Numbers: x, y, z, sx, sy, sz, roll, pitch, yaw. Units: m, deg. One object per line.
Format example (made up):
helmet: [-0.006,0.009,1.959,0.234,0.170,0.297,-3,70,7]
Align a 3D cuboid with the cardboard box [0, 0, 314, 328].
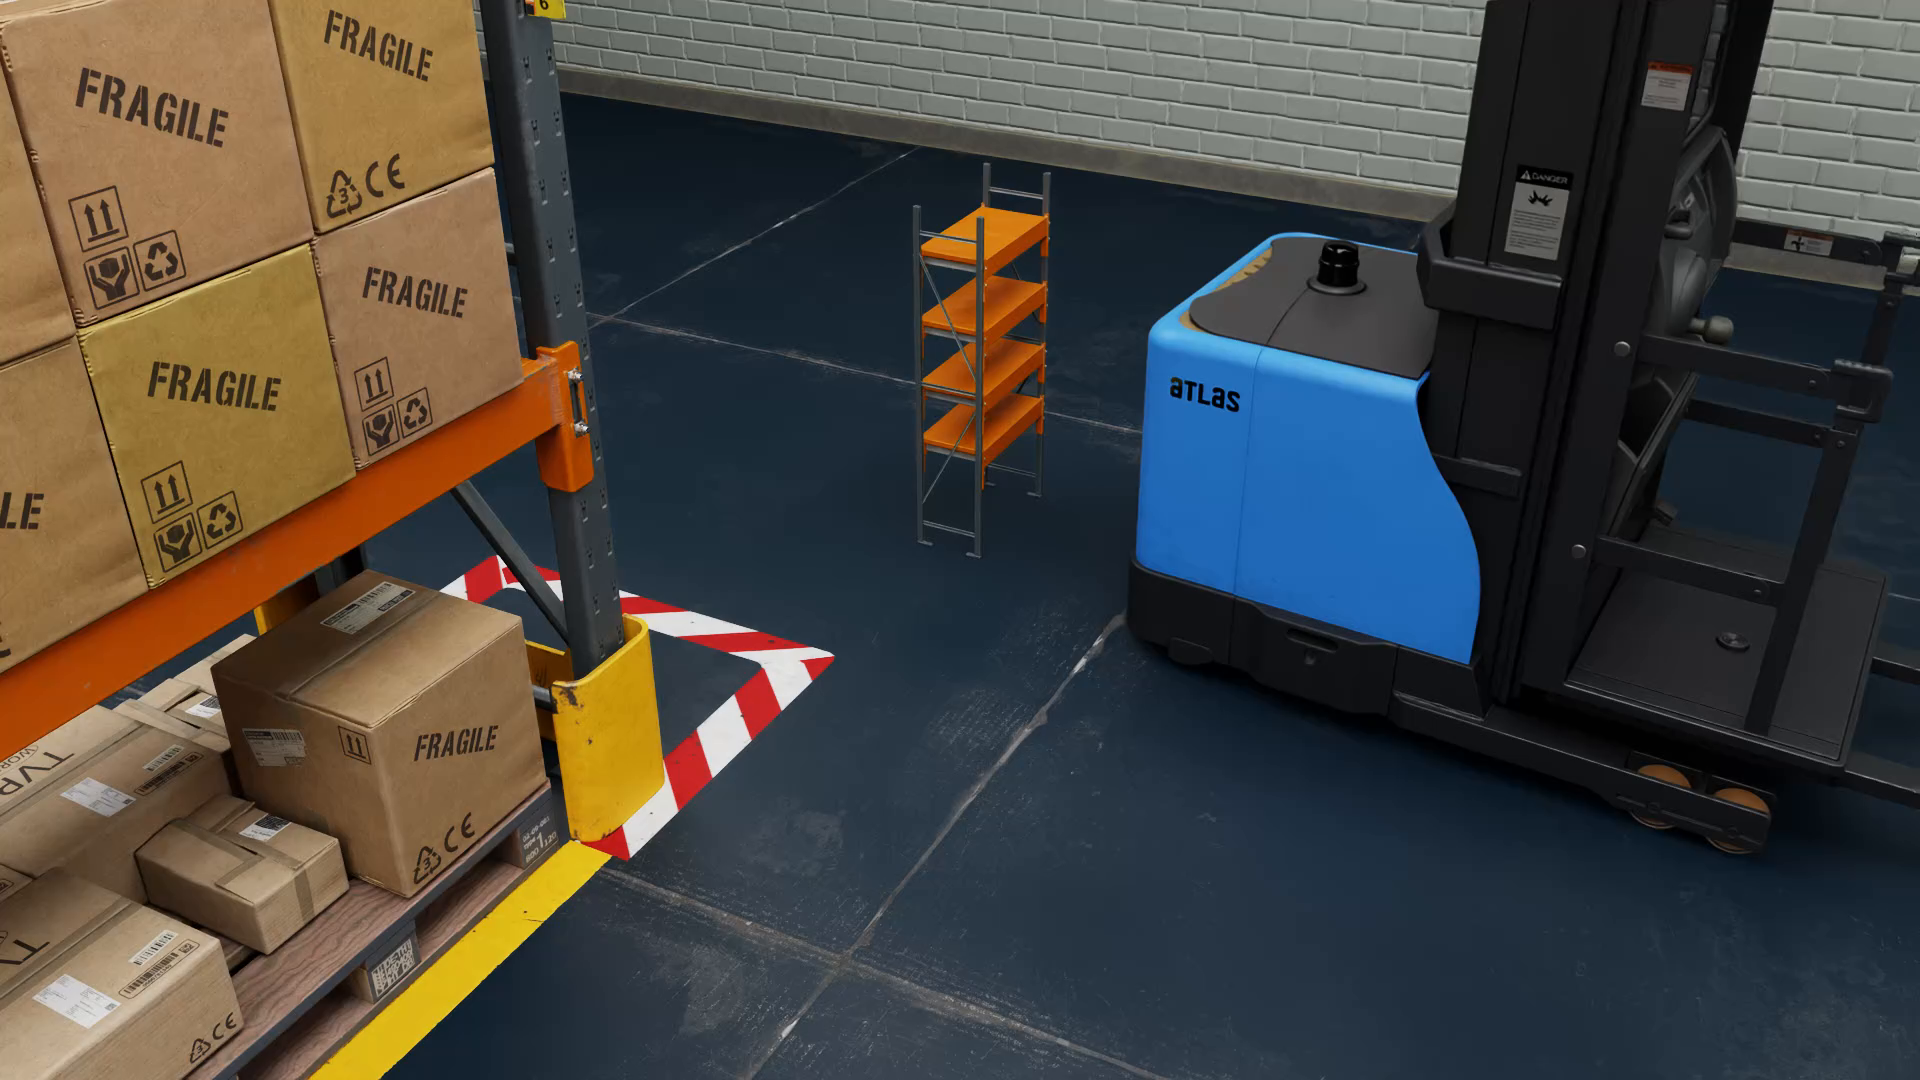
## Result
cardboard box: [-1.543,-0.731,2.907,0.500,0.500,0.500,15,33,25]

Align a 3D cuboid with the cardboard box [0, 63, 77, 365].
cardboard box: [-1.775,-0.500,2.505,0.500,0.500,0.500,15,33,25]

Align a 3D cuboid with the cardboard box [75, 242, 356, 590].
cardboard box: [-1.551,-0.290,3.143,0.500,0.500,0.500,15,33,24]

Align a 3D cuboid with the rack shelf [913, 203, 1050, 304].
rack shelf: [0.075,-0.934,5.383,0.258,0.148,0.480,14,33,23]

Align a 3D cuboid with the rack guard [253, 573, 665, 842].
rack guard: [-1.390,0.379,4.587,1.175,0.500,0.348,14,33,23]

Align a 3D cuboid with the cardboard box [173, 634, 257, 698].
cardboard box: [-1.853,0.415,4.436,0.380,0.149,0.250,14,33,23]

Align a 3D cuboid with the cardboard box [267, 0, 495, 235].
cardboard box: [-1.314,-0.955,3.297,0.500,0.500,0.500,14,33,23]

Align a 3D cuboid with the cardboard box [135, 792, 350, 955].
cardboard box: [-1.649,0.756,3.825,0.380,0.166,0.250,14,33,23]

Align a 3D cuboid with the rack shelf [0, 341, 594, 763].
rack shelf: [-2.267,0.460,2.659,1.077,0.370,4.000,14,33,23]

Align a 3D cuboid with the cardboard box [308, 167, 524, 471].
cardboard box: [-1.318,-0.521,3.545,0.500,0.500,0.500,15,33,25]

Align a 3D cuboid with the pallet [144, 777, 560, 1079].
pallet: [-1.753,0.859,4.043,1.003,0.211,1.213,14,33,23]

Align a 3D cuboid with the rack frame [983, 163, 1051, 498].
rack frame: [0.187,-0.702,5.767,0.240,1.200,0.015,14,33,23]

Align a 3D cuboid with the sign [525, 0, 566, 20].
sign: [-0.871,-1.243,3.422,0.100,0.325,0.005,14,33,23]

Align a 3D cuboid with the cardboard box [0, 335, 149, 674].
cardboard box: [-1.783,-0.071,2.760,0.500,0.500,0.500,15,33,24]

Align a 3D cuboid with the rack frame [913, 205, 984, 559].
rack frame: [-0.036,-0.486,5.391,0.240,1.200,0.015,14,33,23]

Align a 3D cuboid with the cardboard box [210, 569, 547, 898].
cardboard box: [-1.384,0.452,4.019,0.500,0.500,0.500,14,33,23]

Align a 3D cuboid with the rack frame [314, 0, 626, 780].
rack frame: [-1.356,-0.738,4.023,1.000,3.000,0.127,14,33,23]

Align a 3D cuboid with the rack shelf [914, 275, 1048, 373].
rack shelf: [0.075,-0.729,5.501,0.258,0.148,0.480,14,33,23]

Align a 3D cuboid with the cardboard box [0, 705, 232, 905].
cardboard box: [-2.084,0.662,3.905,0.500,0.250,0.500,14,33,23]

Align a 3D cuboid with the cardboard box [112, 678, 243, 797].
cardboard box: [-1.966,0.518,4.239,0.380,0.166,0.250,14,33,23]

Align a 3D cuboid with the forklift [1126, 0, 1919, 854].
forklift: [2.040,-0.758,4.127,3.031,2.935,1.130,17,34,27]

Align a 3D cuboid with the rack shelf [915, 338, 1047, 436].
rack shelf: [0.075,-0.535,5.612,0.258,0.148,0.480,14,33,23]

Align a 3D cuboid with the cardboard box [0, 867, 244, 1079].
cardboard box: [-1.844,0.975,3.360,0.500,0.250,0.500,14,33,23]

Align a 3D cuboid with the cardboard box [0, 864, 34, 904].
cardboard box: [-2.312,0.883,3.519,0.500,0.250,0.500,14,33,23]

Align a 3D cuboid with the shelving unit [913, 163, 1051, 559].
shelving unit: [0.075,-0.594,5.579,0.258,1.200,0.503,14,33,23]

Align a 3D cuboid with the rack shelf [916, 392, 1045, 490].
rack shelf: [0.075,-0.363,5.711,0.258,0.148,0.480,14,33,23]
